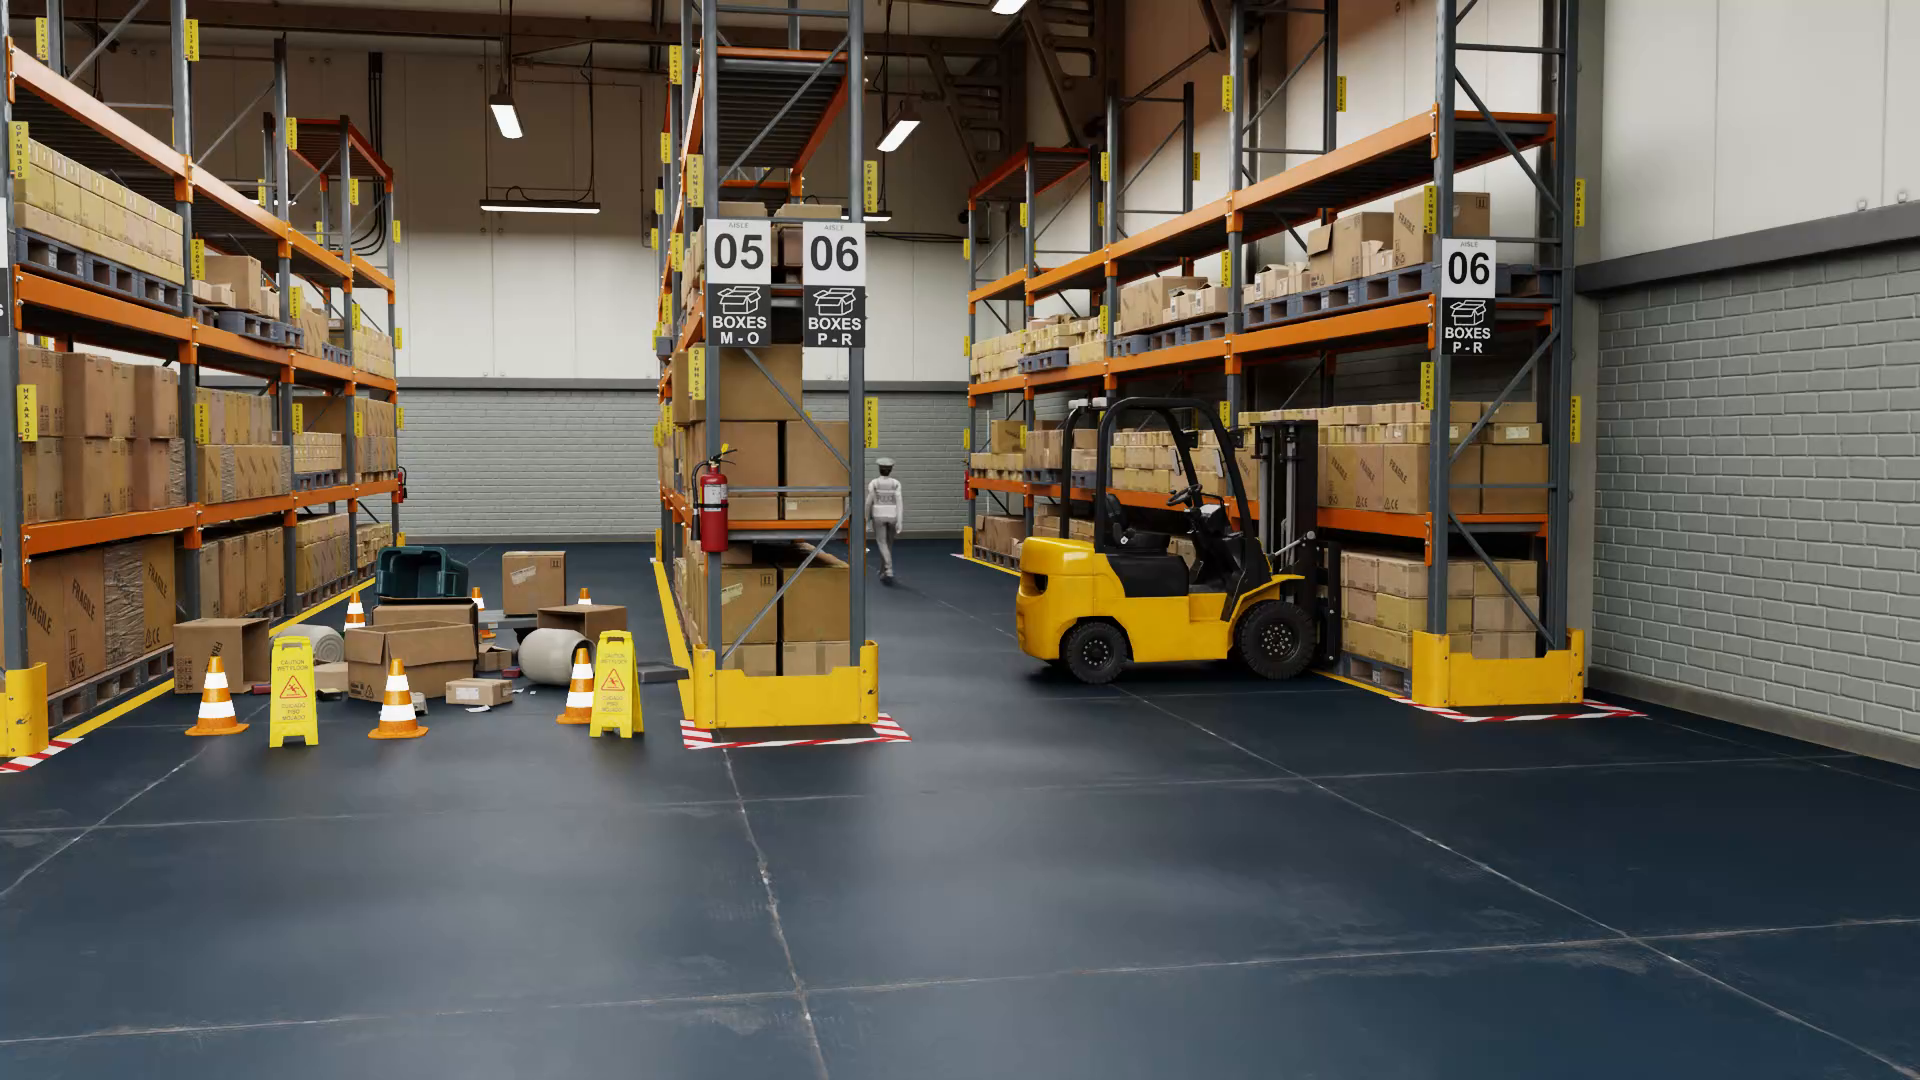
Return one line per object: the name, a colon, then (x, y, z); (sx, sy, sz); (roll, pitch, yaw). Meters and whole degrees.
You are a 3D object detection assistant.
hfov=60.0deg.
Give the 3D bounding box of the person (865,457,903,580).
person: (-1.028, -0.281, 22.061); (0.495, 1.631, 1.004); (-1, 3, -21)
